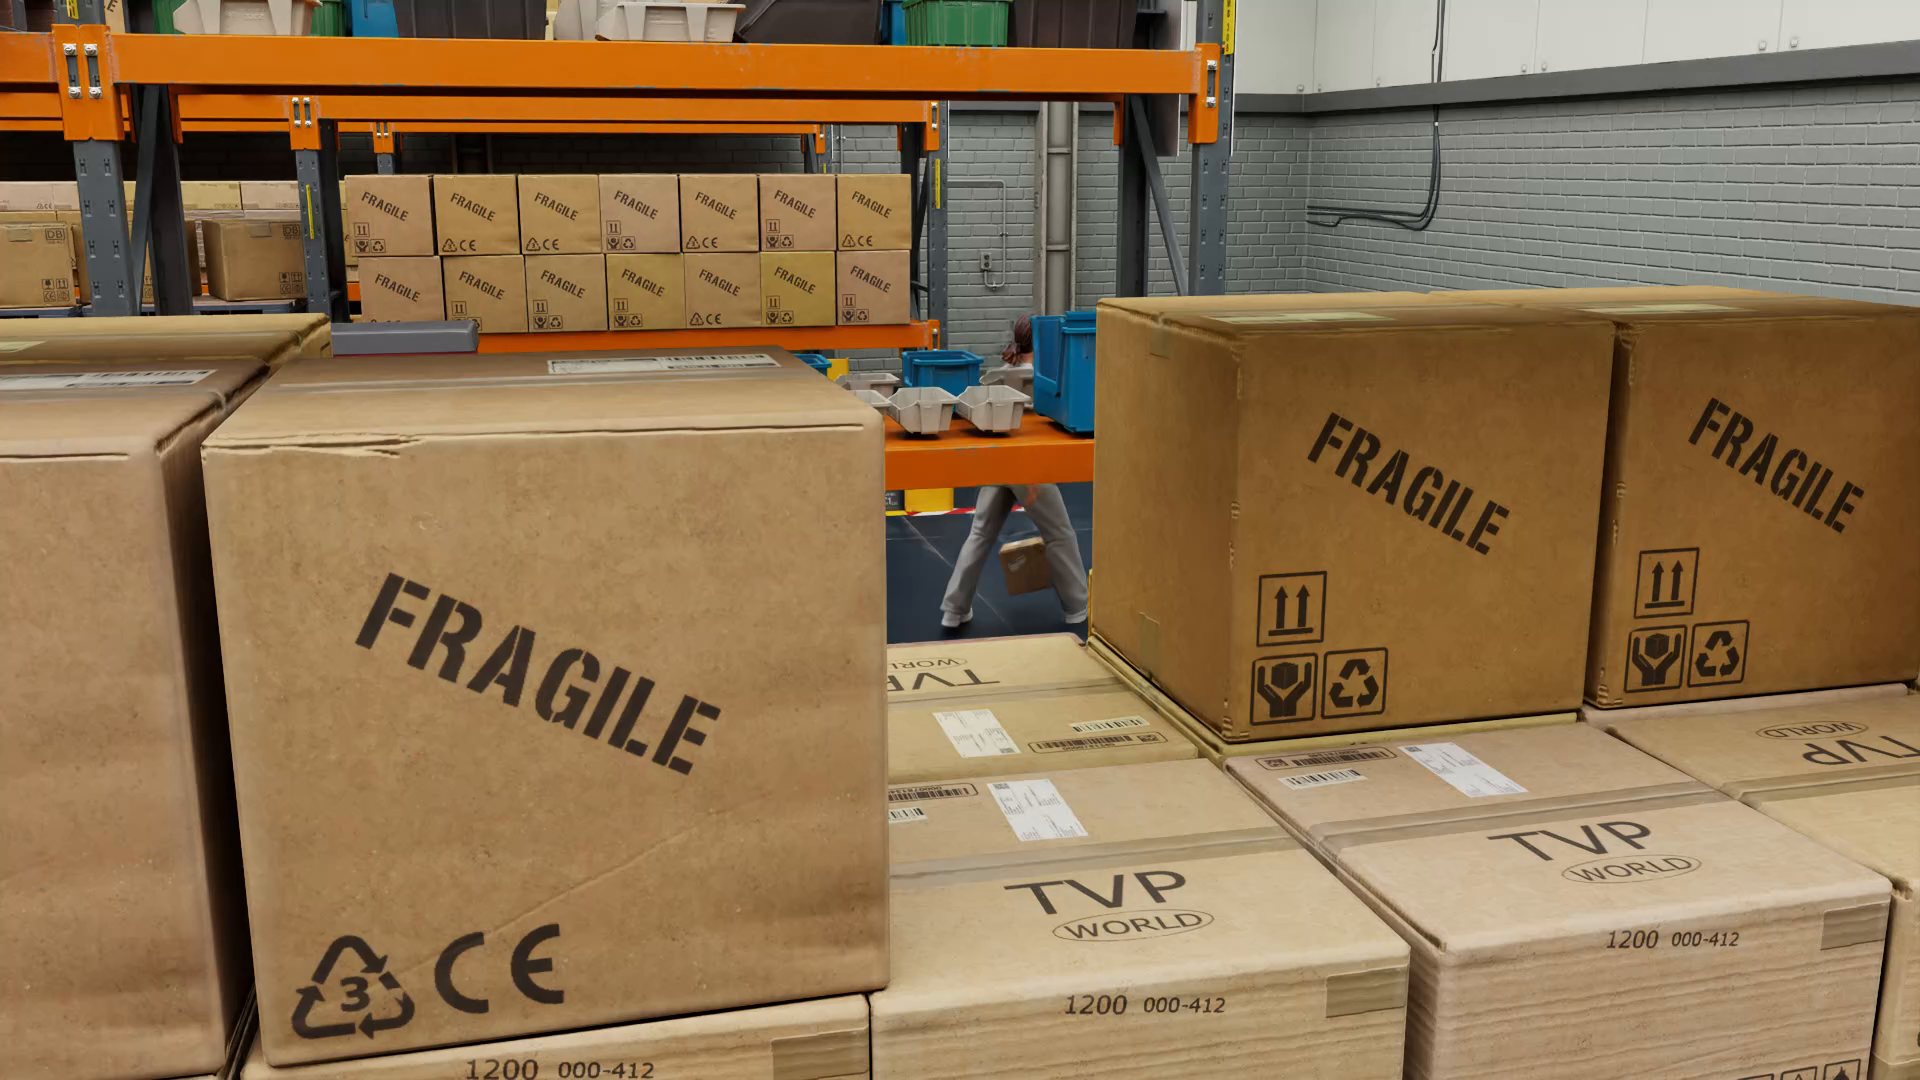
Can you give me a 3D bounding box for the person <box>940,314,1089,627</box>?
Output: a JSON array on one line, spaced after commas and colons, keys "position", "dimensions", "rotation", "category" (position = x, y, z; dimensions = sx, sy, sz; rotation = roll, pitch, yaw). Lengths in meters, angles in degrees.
[{"position": [0.333, -0.357, 8.620], "dimensions": [0.942, 1.622, 0.483], "rotation": [-8, 15, -31], "category": "person"}]
